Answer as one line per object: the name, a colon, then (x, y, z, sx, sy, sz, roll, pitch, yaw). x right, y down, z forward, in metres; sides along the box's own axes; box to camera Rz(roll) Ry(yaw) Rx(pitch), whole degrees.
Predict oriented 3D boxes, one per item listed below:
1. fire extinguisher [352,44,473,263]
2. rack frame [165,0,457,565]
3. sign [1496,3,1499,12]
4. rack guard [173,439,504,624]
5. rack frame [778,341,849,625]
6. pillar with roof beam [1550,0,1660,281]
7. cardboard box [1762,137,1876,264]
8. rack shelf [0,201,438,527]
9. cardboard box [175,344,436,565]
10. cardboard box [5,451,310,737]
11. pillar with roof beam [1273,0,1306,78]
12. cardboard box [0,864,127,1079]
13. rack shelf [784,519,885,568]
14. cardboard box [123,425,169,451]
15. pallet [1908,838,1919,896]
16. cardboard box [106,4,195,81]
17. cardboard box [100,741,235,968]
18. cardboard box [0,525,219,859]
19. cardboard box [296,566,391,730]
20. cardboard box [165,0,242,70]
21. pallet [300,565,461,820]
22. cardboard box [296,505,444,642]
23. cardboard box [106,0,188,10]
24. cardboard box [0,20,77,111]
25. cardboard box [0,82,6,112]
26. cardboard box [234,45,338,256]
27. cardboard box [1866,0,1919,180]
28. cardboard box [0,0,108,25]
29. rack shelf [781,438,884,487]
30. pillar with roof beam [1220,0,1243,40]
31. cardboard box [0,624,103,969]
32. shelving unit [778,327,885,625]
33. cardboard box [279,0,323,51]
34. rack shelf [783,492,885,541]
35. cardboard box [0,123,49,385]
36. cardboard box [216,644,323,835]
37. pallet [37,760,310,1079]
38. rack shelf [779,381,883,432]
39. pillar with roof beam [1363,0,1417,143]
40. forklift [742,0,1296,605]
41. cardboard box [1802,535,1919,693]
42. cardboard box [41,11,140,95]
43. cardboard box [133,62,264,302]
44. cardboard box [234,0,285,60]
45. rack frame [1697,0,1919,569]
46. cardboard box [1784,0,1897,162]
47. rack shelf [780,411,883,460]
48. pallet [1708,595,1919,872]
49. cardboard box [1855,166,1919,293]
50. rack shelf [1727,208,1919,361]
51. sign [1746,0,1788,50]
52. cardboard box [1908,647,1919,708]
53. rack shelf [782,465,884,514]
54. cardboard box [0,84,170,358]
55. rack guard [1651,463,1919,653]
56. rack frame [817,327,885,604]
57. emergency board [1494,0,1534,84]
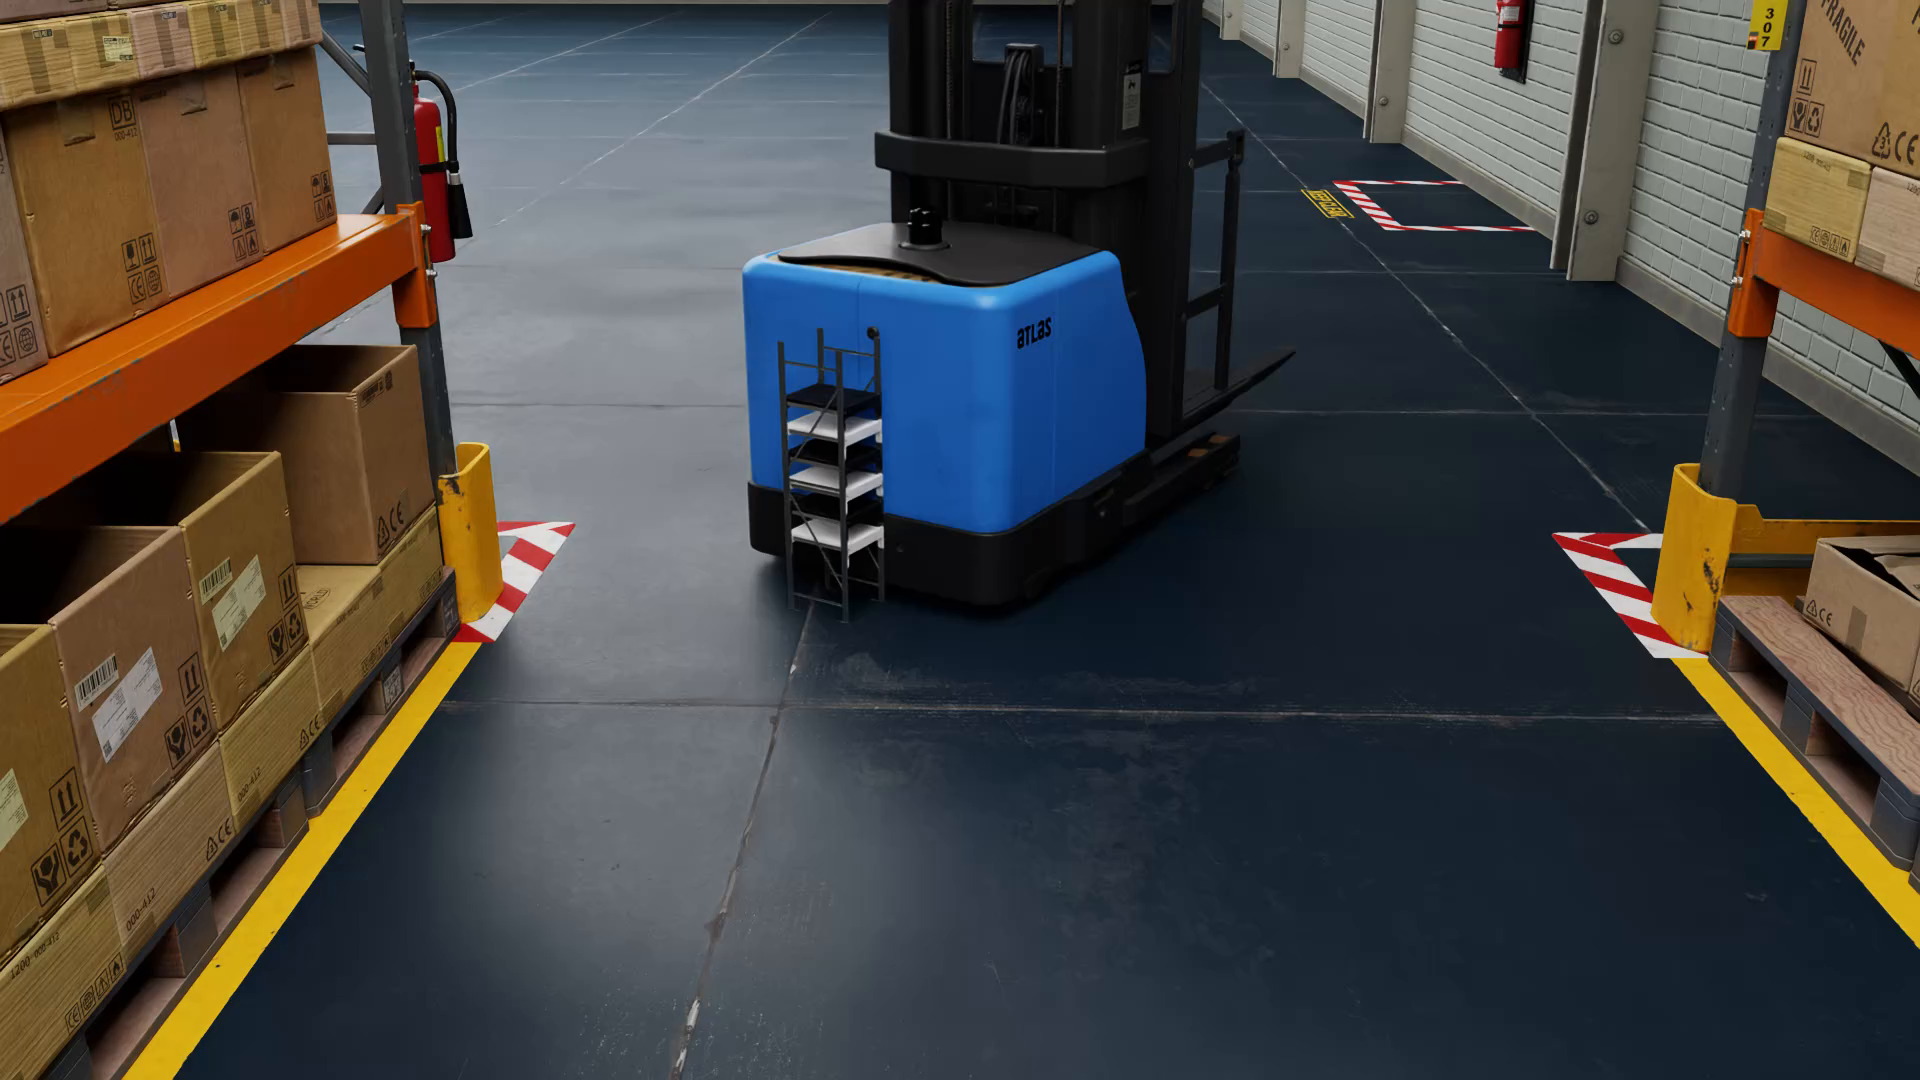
fire extinguisher: (-1.656, -1.190, 5.055, 0.296, 0.674, 0.183, 1, 21, 2)
rack frame: (-2.124, -1.188, 4.944, 1.000, 3.000, 0.127, 1, 21, 2)
sign: (4.086, -4.150, 12.529, 0.001, 0.329, 0.234, 1, 21, 2)
rack guard: (-2.123, -0.031, 5.419, 1.175, 0.500, 0.348, 1, 21, 2)
rack frame: (-0.458, -0.170, 5.223, 0.240, 0.900, 0.006, 13, 25, 29)
pillar with roof beam: (-0.450, -5.886, 8.758, 9.100, 9.000, 0.400, 1, 21, 2)
cardboard box: (2.495, -0.901, 4.385, 0.500, 0.250, 0.500, 0, 21, 0)
rack shelf: (-2.185, -0.130, 3.211, 1.077, 0.370, 4.000, 1, 21, 2)
cardboard box: (-1.843, -0.254, 4.722, 0.500, 0.500, 0.500, 1, 21, 2)
cardboard box: (-1.859, 0.107, 3.790, 0.500, 0.500, 0.500, 1, 21, 2)
pillar with roof beam: (-0.085, -10.225, 19.941, 9.100, 9.000, 0.400, 1, 21, 2)
cardboard box: (-1.888, 0.819, 2.993, 0.500, 0.250, 0.500, 1, 21, 2)
rack shelf: (-0.404, -0.002, 5.381, 0.258, 0.077, 0.200, 13, 25, 29)
cardboard box: (-2.376, -0.079, 4.271, 0.500, 0.500, 0.500, 1, 21, 2)
pallet: (2.725, 0.926, 3.351, 1.003, 0.211, 1.213, 1, 21, 2)
cardboard box: (-1.969, -1.119, 3.731, 0.380, 0.149, 0.250, 1, 21, 2)
cardboard box: (-1.879, 0.638, 3.459, 0.500, 0.250, 0.500, 1, 21, 2)
cardboard box: (-1.875, 0.288, 3.324, 0.500, 0.500, 0.500, 1, 21, 2)
cardboard box: (-1.848, 0.276, 4.391, 0.500, 0.250, 0.500, 1, 21, 2)
cardboard box: (-1.960, -1.210, 3.965, 0.380, 0.149, 0.250, 0, 21, 1)
pallet: (-2.106, 0.389, 4.735, 1.003, 0.211, 1.213, 1, 21, 2)
cardboard box: (-1.845, 0.095, 4.857, 0.500, 0.250, 0.500, 1, 21, 2)
cardboard box: (-2.163, -1.461, 3.717, 0.700, 0.500, 0.500, 0, 21, 0)
cardboard box: (-1.983, -0.929, 3.241, 0.380, 0.149, 0.250, 1, 21, 3)
cardboard box: (-1.990, -0.836, 3.002, 0.380, 0.149, 0.250, 0, 21, 1)
cardboard box: (-2.151, -1.066, 4.491, 0.700, 0.500, 0.500, 1, 21, 2)
cardboard box: (2.487, -1.076, 3.798, 0.500, 0.500, 0.500, 1, 21, 2)
cardboard box: (-2.178, -1.279, 3.247, 0.700, 0.500, 0.500, 1, 21, 2)
rack shelf: (-0.404, -0.254, 5.283, 0.258, 0.077, 0.200, 13, 25, 29)
pillar with roof beam: (0.098, -12.394, 25.532, 9.100, 9.000, 0.400, 1, 21, 2)
cardboard box: (-1.889, 0.469, 2.858, 0.500, 0.500, 0.500, 1, 21, 2)
shelving unit: (-0.404, -0.201, 5.304, 0.258, 0.900, 0.210, 13, 25, 29)
cardboard box: (-1.945, -1.397, 4.447, 0.380, 0.149, 0.250, 0, 21, 1)
rack shelf: (-0.404, -0.086, 5.348, 0.258, 0.077, 0.200, 13, 25, 29)
cardboard box: (-2.196, -0.506, 3.049, 0.700, 0.500, 0.500, 1, 21, 3)
cardboard box: (-1.862, 0.457, 3.925, 0.500, 0.250, 0.500, 1, 21, 2)
pallet: (-2.145, 0.829, 3.601, 1.003, 0.211, 1.213, 1, 21, 2)
rack shelf: (-0.404, -0.422, 5.218, 0.258, 0.077, 0.200, 13, 25, 29)
pillar with roof beam: (-0.267, -8.055, 14.349, 9.100, 9.000, 0.400, 1, 21, 2)
forklift: (0.473, -1.642, 6.210, 1.130, 2.935, 3.031, 13, 25, 29)
cardboard box: (2.716, 0.163, 4.572, 0.500, 0.311, 0.500, -2, 21, -4)
cardboard box: (-1.977, -1.024, 3.486, 0.380, 0.149, 0.250, 1, 21, 3)
cardboard box: (-2.162, -0.876, 4.002, 0.700, 0.500, 0.500, 1, 21, 3)
cardboard box: (-1.952, -1.302, 4.203, 0.380, 0.149, 0.250, 1, 21, 3)
rack frame: (2.827, -1.135, 4.807, 1.000, 3.000, 0.127, 1, 21, 2)
cardboard box: (2.512, -1.255, 4.259, 0.500, 0.500, 0.500, 1, 21, 2)
rack shelf: (-0.404, -0.338, 5.250, 0.258, 0.077, 0.200, 13, 25, 29)
pallet: (2.765, 0.486, 4.485, 1.003, 0.211, 1.213, 1, 21, 2)
cardboard box: (2.494, -0.713, 3.901, 0.500, 0.250, 0.500, 0, 21, 0)
rack shelf: (2.767, -0.076, 3.074, 1.077, 0.370, 4.000, 1, 21, 2)
sign: (2.285, -1.544, 4.666, 0.100, 0.325, 0.005, 1, 21, 2)
cardboard box: (2.699, 0.369, 4.041, 0.500, 0.311, 0.500, 2, 21, 6)
rack shelf: (-0.404, -0.170, 5.316, 0.258, 0.077, 0.200, 13, 25, 29)
cardboard box: (-2.183, -0.697, 3.539, 0.700, 0.500, 0.500, 1, 21, 2)
rack guard: (2.825, 0.058, 5.189, 1.175, 0.500, 0.348, 1, 21, 2)
rack frame: (-0.351, -0.232, 5.384, 0.240, 0.900, 0.006, 13, 25, 29)
emergency board: (3.966, -3.935, 12.023, 0.194, 1.169, 0.643, 1, 21, 2)
